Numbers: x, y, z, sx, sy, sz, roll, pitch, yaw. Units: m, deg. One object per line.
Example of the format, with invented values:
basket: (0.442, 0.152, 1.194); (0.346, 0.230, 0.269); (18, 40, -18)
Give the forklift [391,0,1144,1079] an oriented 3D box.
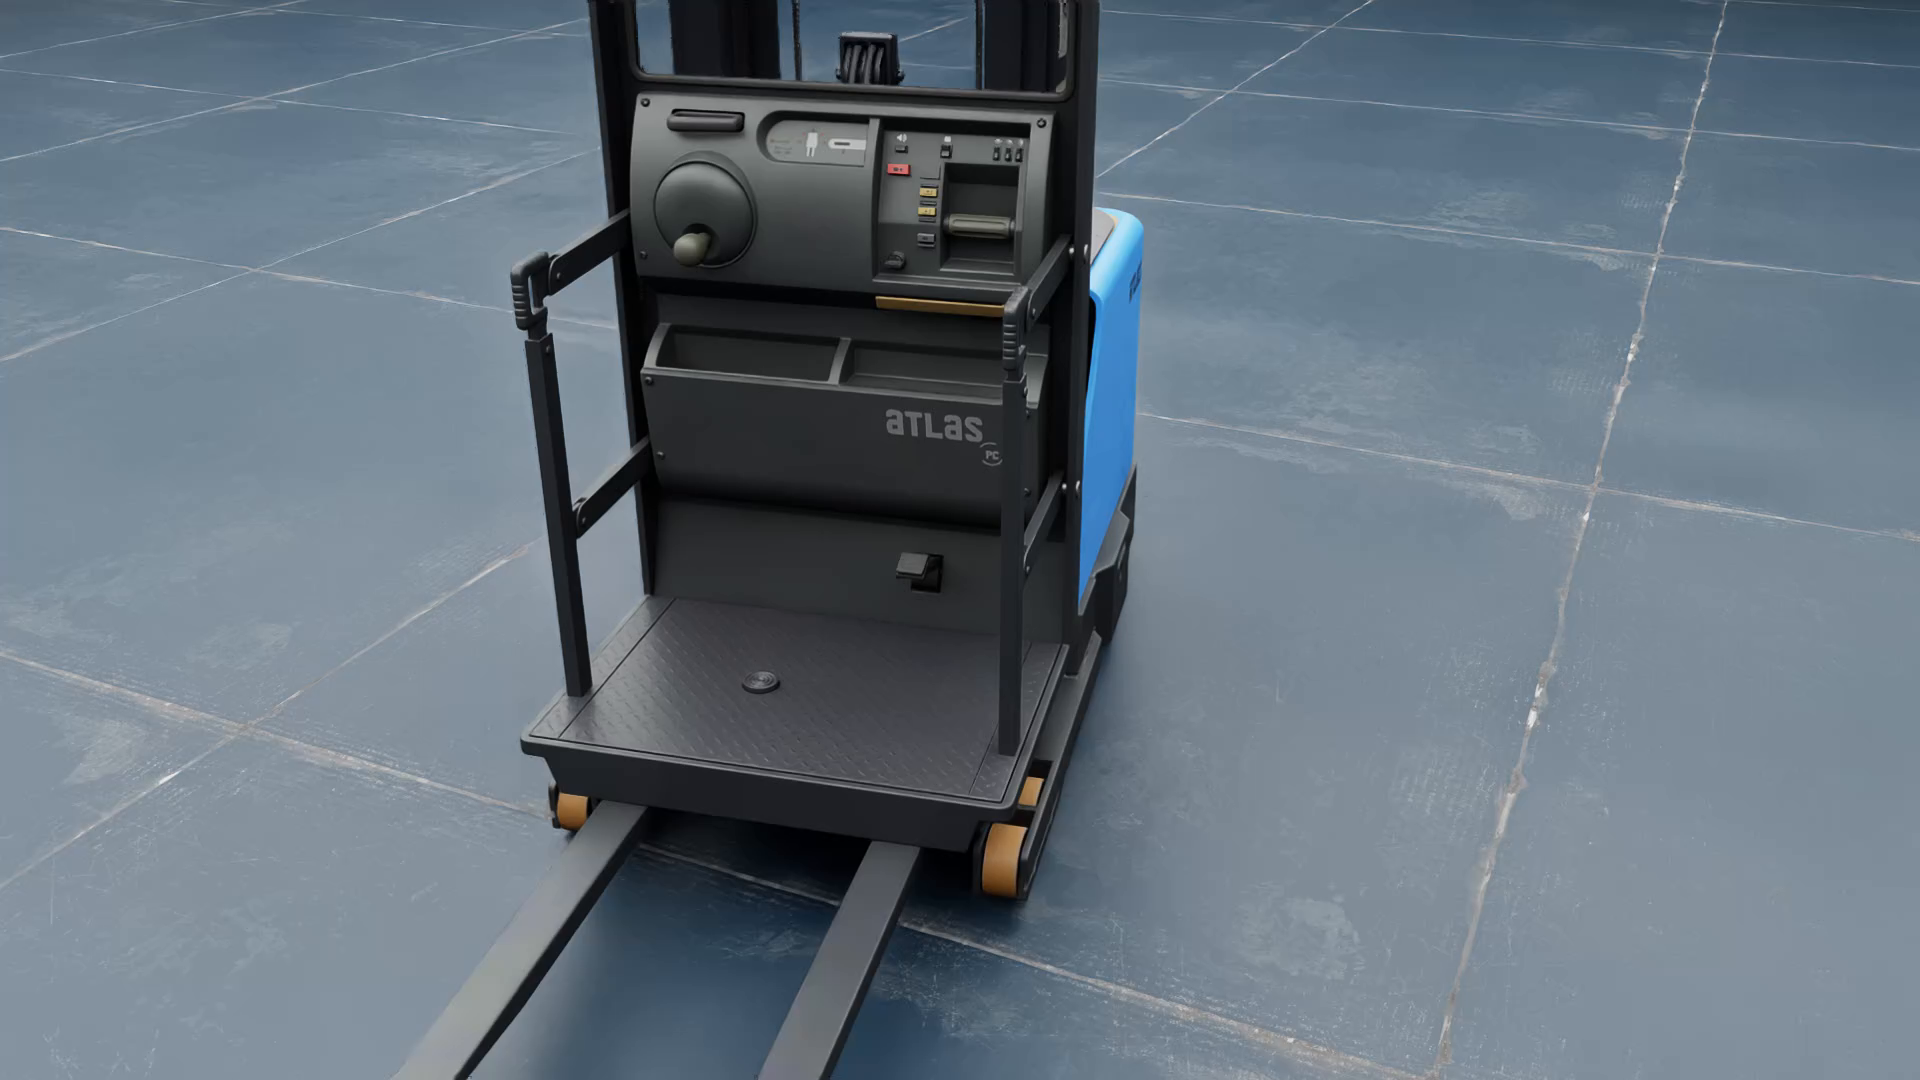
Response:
forklift: (-0.314, -0.714, 3.381); (1.130, 2.935, 3.031); (6, 27, 12)
